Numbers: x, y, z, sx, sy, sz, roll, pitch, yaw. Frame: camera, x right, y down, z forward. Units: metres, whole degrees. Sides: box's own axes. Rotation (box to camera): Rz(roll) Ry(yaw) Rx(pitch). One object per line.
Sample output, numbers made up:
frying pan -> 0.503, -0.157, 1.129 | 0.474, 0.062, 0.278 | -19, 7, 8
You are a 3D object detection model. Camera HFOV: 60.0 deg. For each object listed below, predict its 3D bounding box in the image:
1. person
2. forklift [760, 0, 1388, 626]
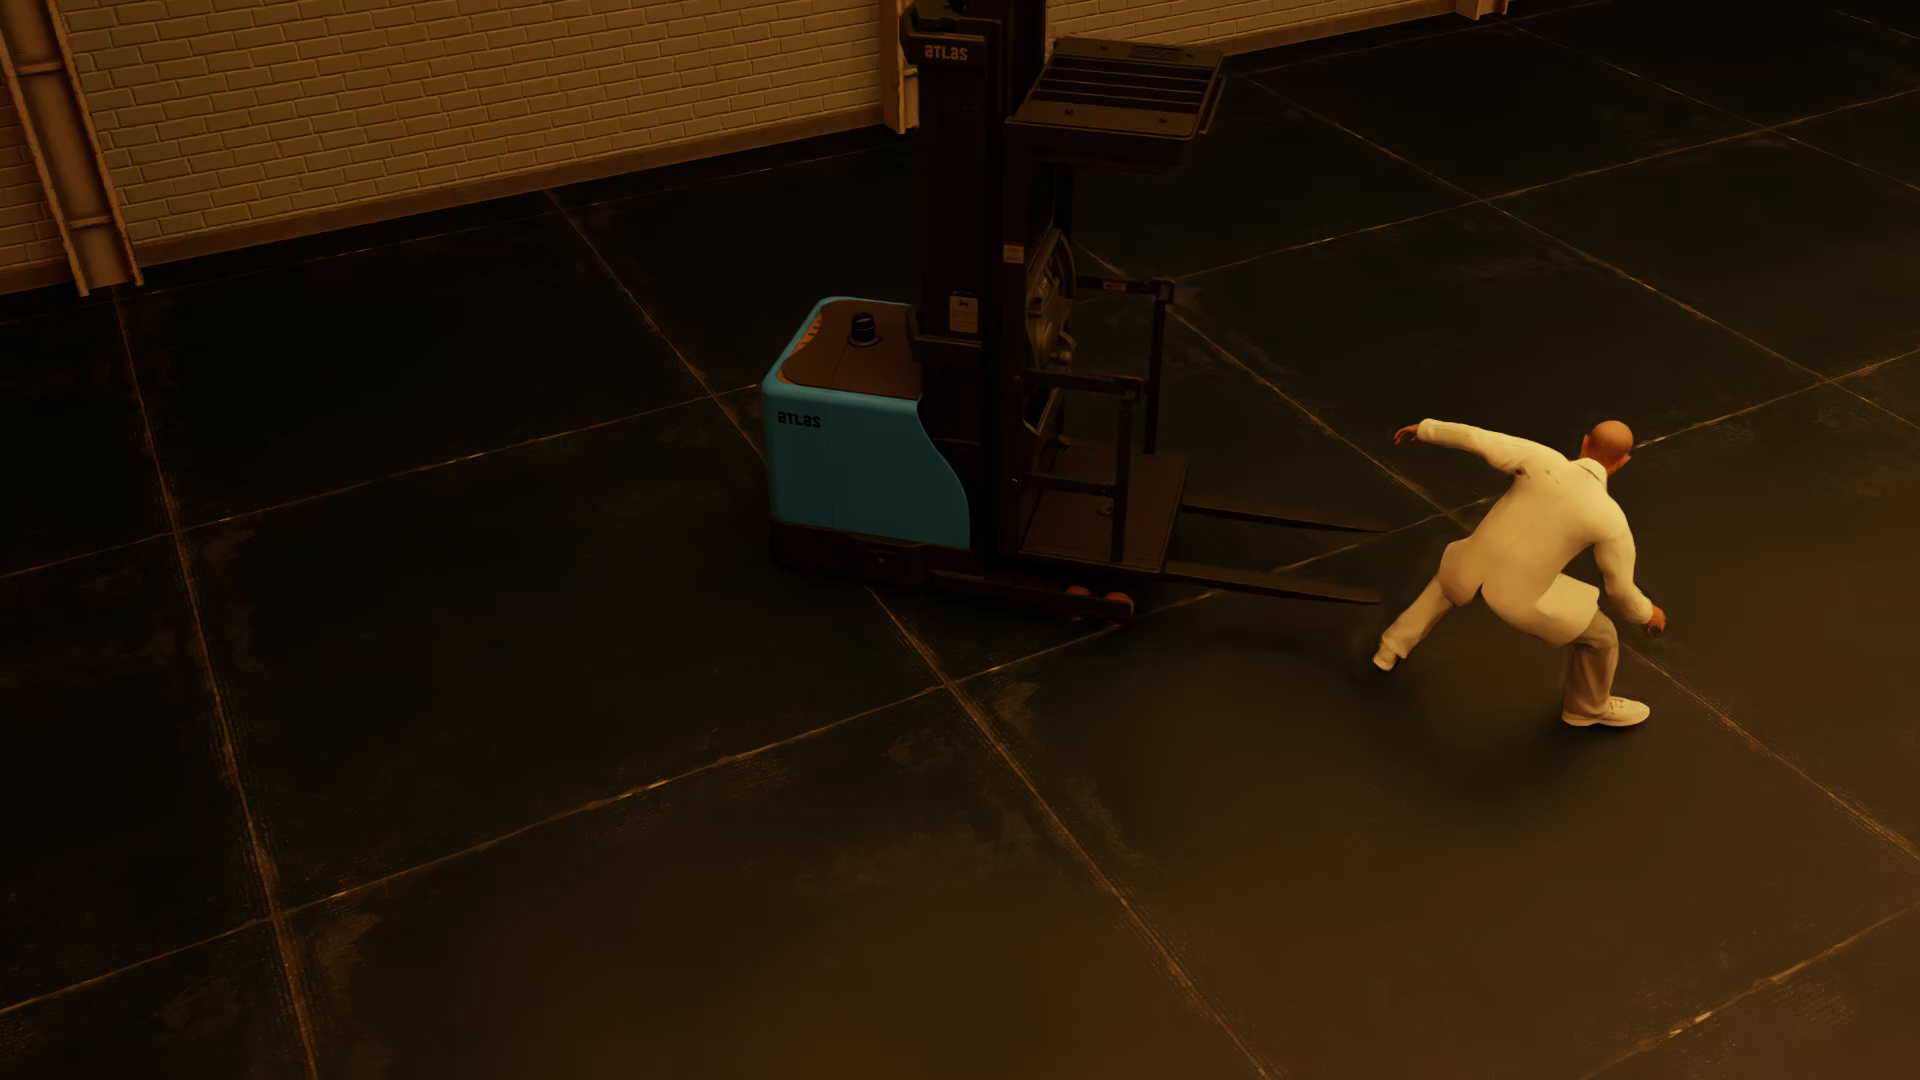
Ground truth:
person -> 2.397, 0.106, 7.237 | 0.795, 1.491, 1.231 | -24, 42, -30
forklift -> 0.609, -1.119, 7.706 | 3.031, 2.935, 1.130 | 8, 36, 12
